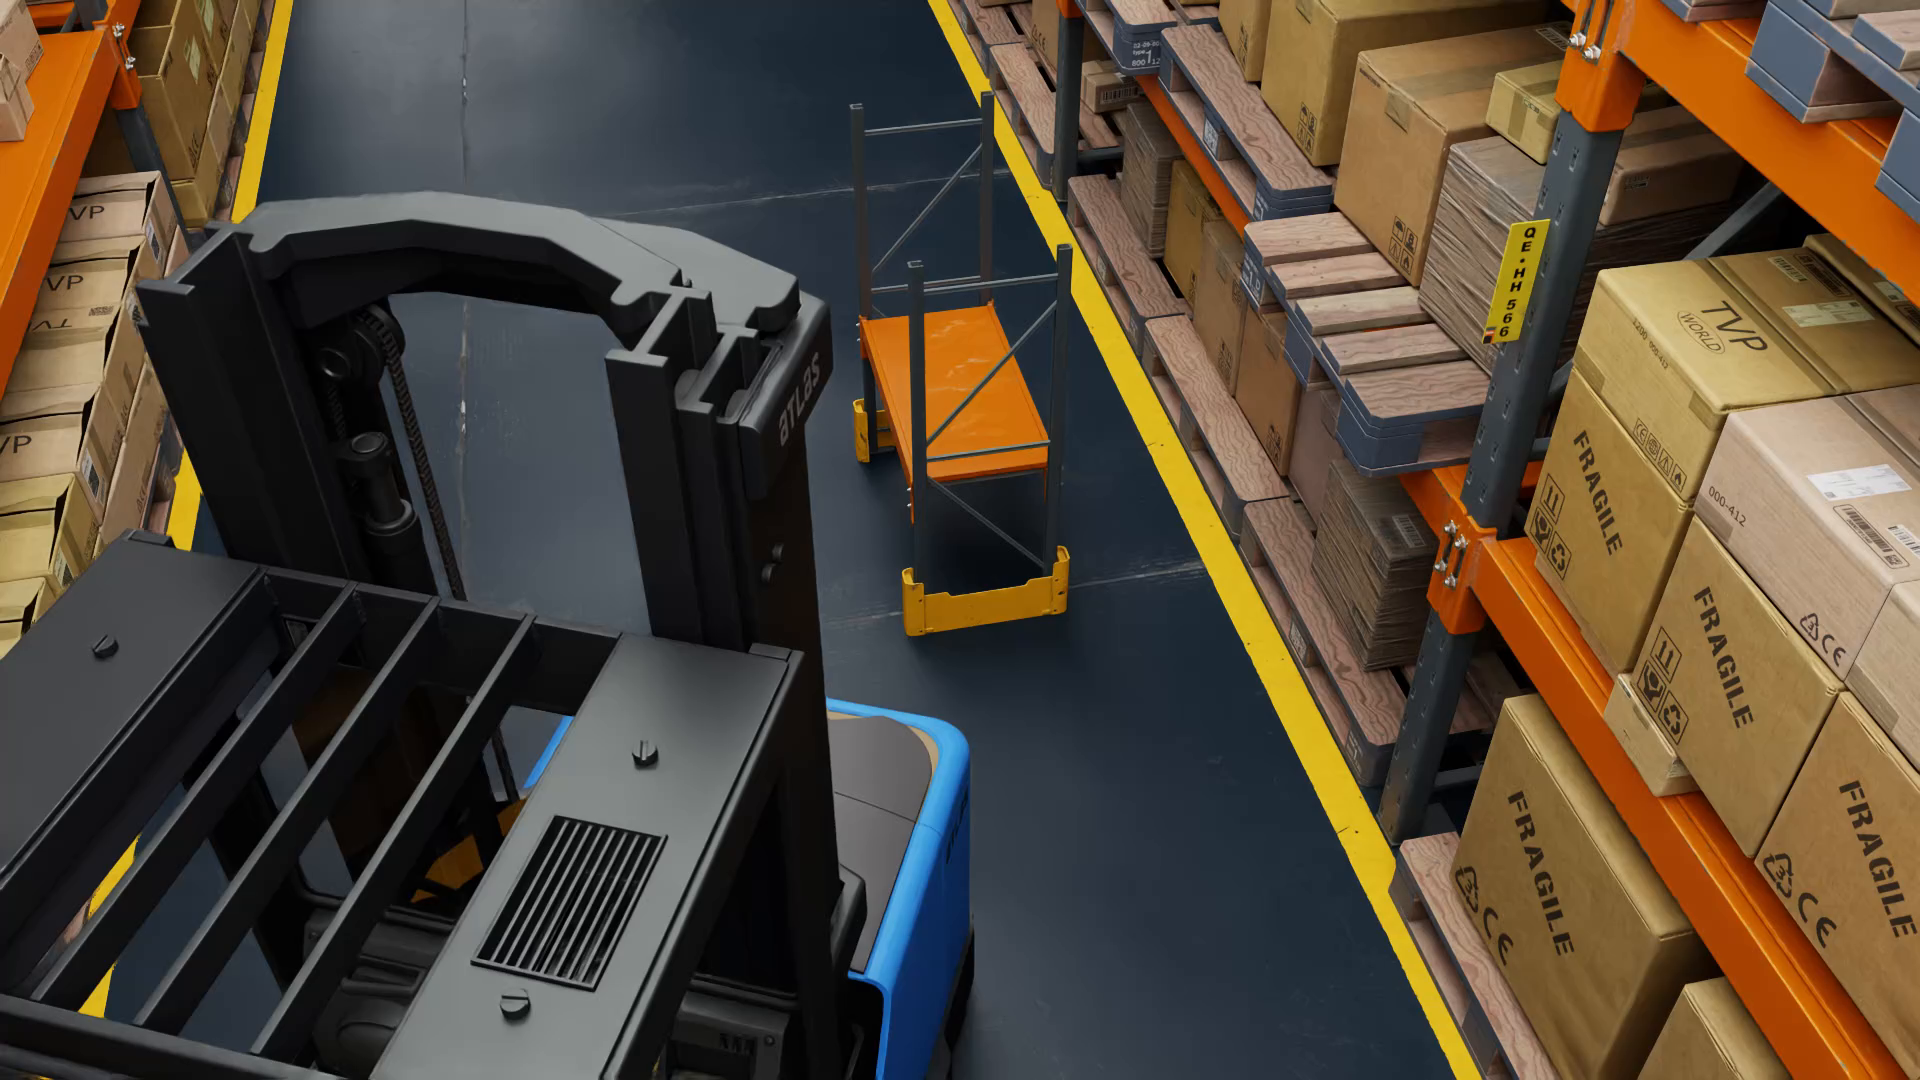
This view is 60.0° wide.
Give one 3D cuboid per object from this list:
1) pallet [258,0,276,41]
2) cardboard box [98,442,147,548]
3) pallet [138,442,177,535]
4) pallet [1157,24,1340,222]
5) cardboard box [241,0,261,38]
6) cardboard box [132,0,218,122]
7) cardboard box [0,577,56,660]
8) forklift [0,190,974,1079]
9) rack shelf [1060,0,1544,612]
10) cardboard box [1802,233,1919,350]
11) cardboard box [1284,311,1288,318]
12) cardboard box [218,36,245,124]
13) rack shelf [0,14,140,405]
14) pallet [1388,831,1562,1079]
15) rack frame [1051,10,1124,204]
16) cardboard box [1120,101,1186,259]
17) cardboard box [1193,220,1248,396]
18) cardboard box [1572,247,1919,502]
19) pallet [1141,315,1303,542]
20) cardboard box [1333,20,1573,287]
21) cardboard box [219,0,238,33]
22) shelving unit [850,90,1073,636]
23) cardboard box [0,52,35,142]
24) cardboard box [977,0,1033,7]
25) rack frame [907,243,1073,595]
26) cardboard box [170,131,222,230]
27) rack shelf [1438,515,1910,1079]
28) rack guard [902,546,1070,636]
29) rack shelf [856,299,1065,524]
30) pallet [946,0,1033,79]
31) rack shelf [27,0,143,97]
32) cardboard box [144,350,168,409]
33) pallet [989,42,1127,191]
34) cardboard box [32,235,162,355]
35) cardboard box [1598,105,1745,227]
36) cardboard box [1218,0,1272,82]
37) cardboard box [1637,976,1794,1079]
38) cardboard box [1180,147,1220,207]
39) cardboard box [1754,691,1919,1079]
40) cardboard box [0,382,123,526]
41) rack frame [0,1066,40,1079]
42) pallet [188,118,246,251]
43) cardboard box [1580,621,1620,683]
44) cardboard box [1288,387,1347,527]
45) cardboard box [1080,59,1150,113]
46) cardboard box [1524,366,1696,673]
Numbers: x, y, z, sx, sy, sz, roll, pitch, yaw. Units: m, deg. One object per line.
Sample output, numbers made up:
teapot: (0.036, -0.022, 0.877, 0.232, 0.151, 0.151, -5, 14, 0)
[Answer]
pallet: (-4.542, -3.215, 9.713, 1.003, 0.211, 1.213, -8, 42, -9)
cardboard box: (-3.185, -0.067, 5.821, 0.500, 0.250, 0.500, -8, 42, -8)
pallet: (-3.420, 0.152, 5.920, 1.003, 0.211, 1.213, -8, 42, -9)
pallet: (1.348, -1.480, 5.802, 1.003, 0.211, 1.213, -8, 42, -9)
cardboard box: (-4.114, -2.925, 9.041, 0.500, 0.250, 0.500, -8, 42, -9)
cardboard box: (-3.794, -2.233, 7.696, 0.500, 0.500, 0.500, -8, 42, -9)
cardboard box: (-2.969, 0.378, 4.897, 0.500, 0.311, 0.500, -9, 42, -10)
forklift: (-0.816, 1.033, 2.878, 1.130, 2.935, 3.031, 9, 42, 10)
rack shelf: (1.384, -1.302, 5.999, 1.077, 0.370, 4.000, -8, 42, -9)
cardboard box: (2.166, -0.454, 3.623, 0.500, 0.250, 0.500, -7, 42, -8)
cardboard box: (1.431, -0.955, 6.053, 0.500, 0.250, 0.500, -9, 42, -9)
cardboard box: (-3.894, -2.278, 8.311, 0.500, 0.250, 0.500, -8, 42, -9)
rack shelf: (-3.452, -0.590, 5.197, 1.077, 0.370, 4.000, -8, 42, -9)
pallet: (1.912, 1.290, 4.637, 1.003, 0.211, 1.213, -8, 42, -9)
rack frame: (0.952, -2.867, 7.221, 1.000, 3.000, 0.127, -8, 42, -9)
cardboard box: (1.127, -1.622, 7.370, 0.700, 0.500, 0.500, -7, 42, -8)
cardboard box: (1.358, -0.958, 6.621, 0.700, 0.500, 0.500, -8, 42, -9)
cardboard box: (1.668, -0.361, 3.518, 0.500, 0.250, 0.500, -7, 42, -8)
pallet: (1.388, -0.528, 6.685, 1.003, 0.211, 1.213, -8, 42, -9)
cardboard box: (1.557, -1.138, 4.866, 0.700, 0.500, 0.500, -12, 43, -13)
cardboard box: (-4.004, -2.882, 8.427, 0.500, 0.500, 0.500, -8, 42, -9)
shelving unit: (-0.016, -0.610, 5.808, 0.587, 1.500, 1.083, -8, 42, -9)
cardboard box: (-3.515, -1.561, 5.850, 0.396, 0.266, 0.258, -9, 42, -10)
cardboard box: (0.383, -3.376, 9.345, 0.700, 0.500, 0.500, -11, 43, -12)
rack frame: (0.091, -0.287, 5.443, 0.500, 1.500, 0.032, -8, 42, -9)
cardboard box: (-3.688, -1.628, 7.579, 0.500, 0.250, 0.500, -8, 42, -9)
rack shelf: (2.247, 1.291, 3.078, 1.077, 0.370, 4.000, -8, 42, -9)
rack guard: (0.091, 0.180, 5.859, 0.587, 0.250, 0.087, -8, 42, -9)
rack shelf: (-0.018, -0.482, 5.934, 0.538, 0.185, 1.000, -8, 42, -9)
pallet: (0.506, -3.047, 9.524, 1.003, 0.211, 1.213, -8, 42, -9)
rack shelf: (-4.316, -3.182, 8.118, 1.077, 0.370, 4.000, -8, 42, -9)
cardboard box: (-3.404, -0.728, 6.566, 0.500, 0.250, 0.500, -9, 42, -10)
pallet: (0.773, -2.255, 8.631, 1.003, 0.211, 1.213, -8, 42, -9)
cardboard box: (-3.398, -0.936, 6.377, 0.500, 0.311, 0.500, -7, 42, -8)
cardboard box: (1.712, -0.938, 4.152, 0.380, 0.149, 0.250, -14, 43, -15)
cardboard box: (1.315, -1.949, 5.779, 0.700, 0.500, 0.500, -3, 42, -3)
cardboard box: (2.029, 1.437, 3.675, 0.750, 0.750, 0.750, -9, 42, -9)
cardboard box: (1.226, -1.618, 6.800, 0.500, 0.250, 0.500, -9, 42, -10)
cardboard box: (1.880, 0.584, 3.019, 0.500, 0.500, 0.500, -9, 42, -9)
cardboard box: (-3.188, -0.286, 5.645, 0.500, 0.311, 0.500, -9, 42, -10)
rack frame: (-3.021, 0.438, 3.497, 1.000, 3.000, 0.127, -8, 42, -9)
pallet: (-4.015, -1.634, 7.931, 1.003, 0.211, 1.213, -8, 42, -9)
cardboard box: (1.706, 0.223, 3.913, 0.380, 0.149, 0.250, -8, 42, -9)
cardboard box: (1.611, -0.314, 5.896, 0.700, 0.500, 0.500, -8, 42, -9)
cardboard box: (0.807, -2.315, 8.401, 0.380, 0.166, 0.250, -14, 43, -15)
cardboard box: (1.670, -0.079, 3.765, 0.500, 0.500, 0.500, -7, 42, -8)
